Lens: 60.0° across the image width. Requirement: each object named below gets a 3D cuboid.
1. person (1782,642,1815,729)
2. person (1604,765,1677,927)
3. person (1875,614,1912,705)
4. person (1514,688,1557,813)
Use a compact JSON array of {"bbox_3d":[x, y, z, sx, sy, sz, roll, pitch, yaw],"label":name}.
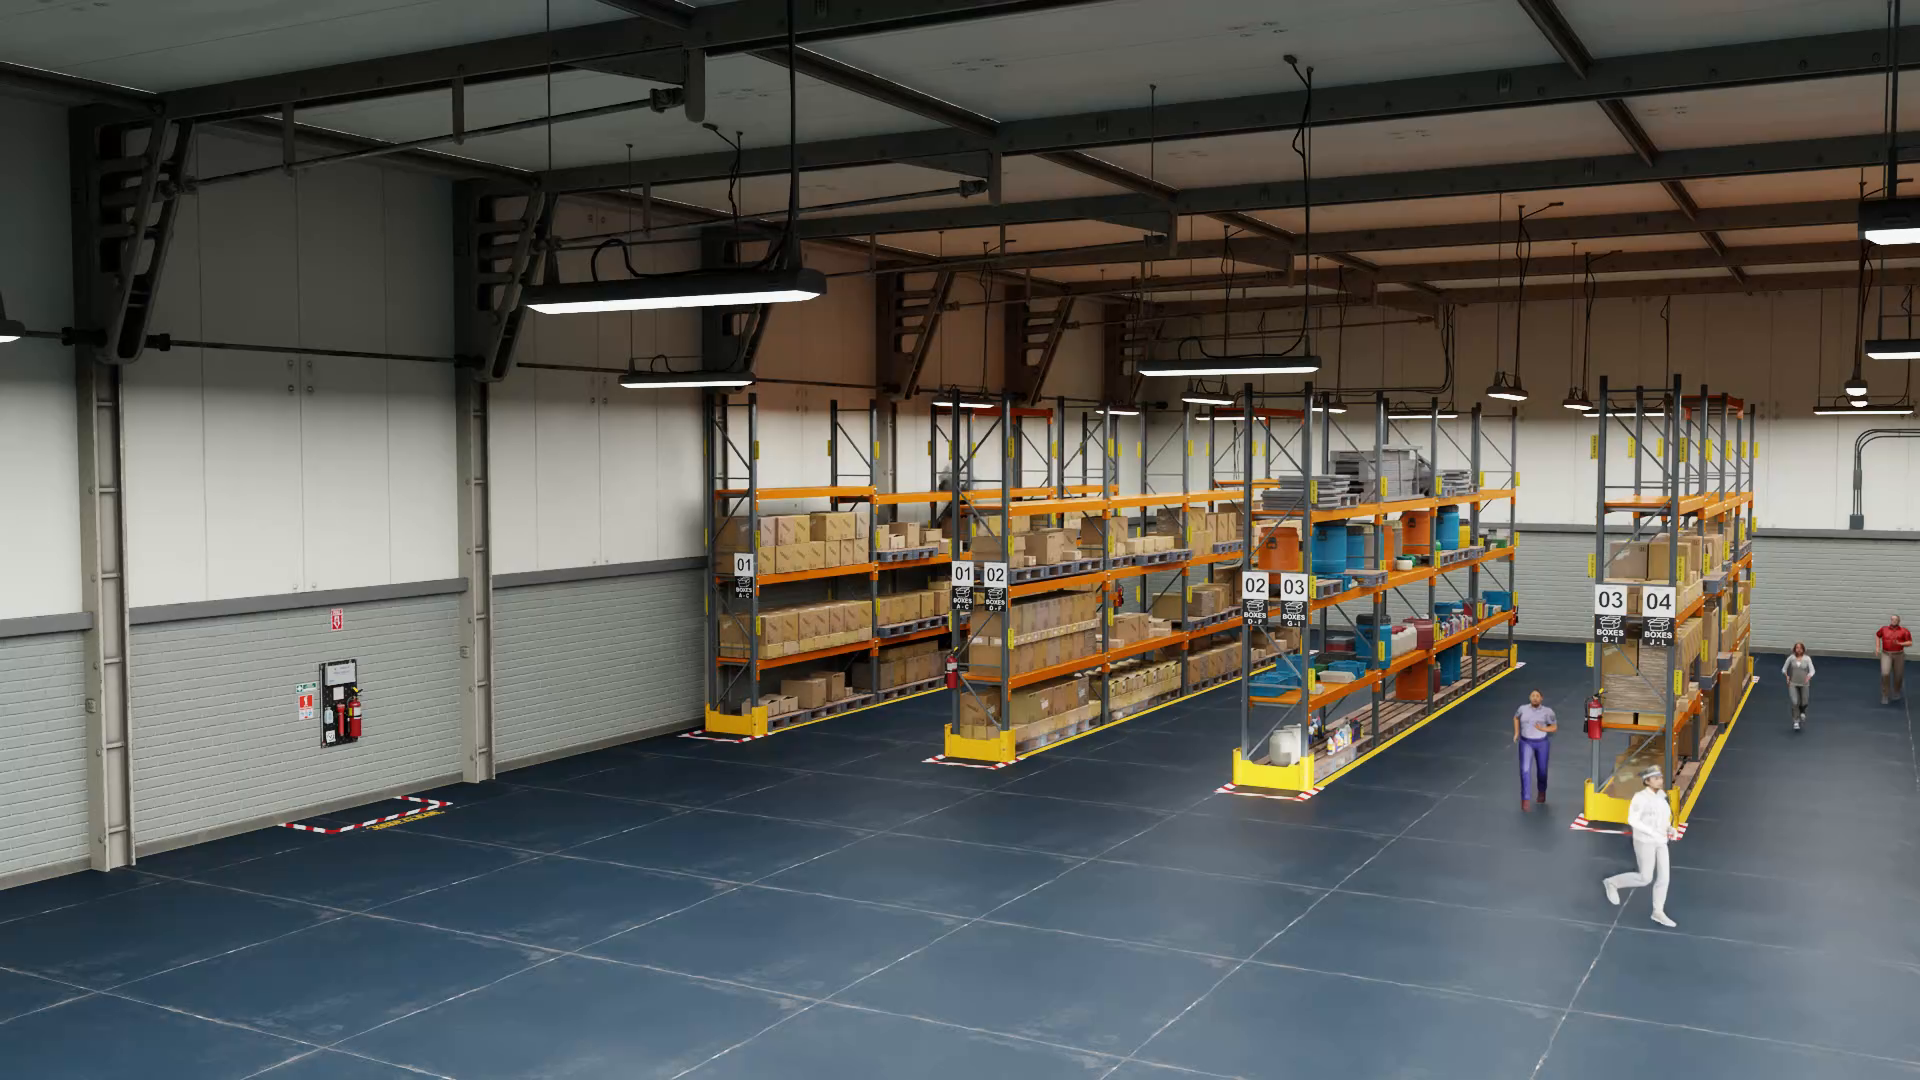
[{"bbox_3d":[15.069,2.610,29.913,0.534,1.547,0.566,2,3,26],"label":"person"},{"bbox_3d":[7.329,3.221,17.764,0.624,1.688,0.781,-2,4,-31],"label":"person"},{"bbox_3d":[18.463,2.371,32.907,0.636,1.804,0.780,2,4,29],"label":"person"},{"bbox_3d":[8.034,2.906,23.247,0.589,1.672,0.878,1,3,22],"label":"person"}]
